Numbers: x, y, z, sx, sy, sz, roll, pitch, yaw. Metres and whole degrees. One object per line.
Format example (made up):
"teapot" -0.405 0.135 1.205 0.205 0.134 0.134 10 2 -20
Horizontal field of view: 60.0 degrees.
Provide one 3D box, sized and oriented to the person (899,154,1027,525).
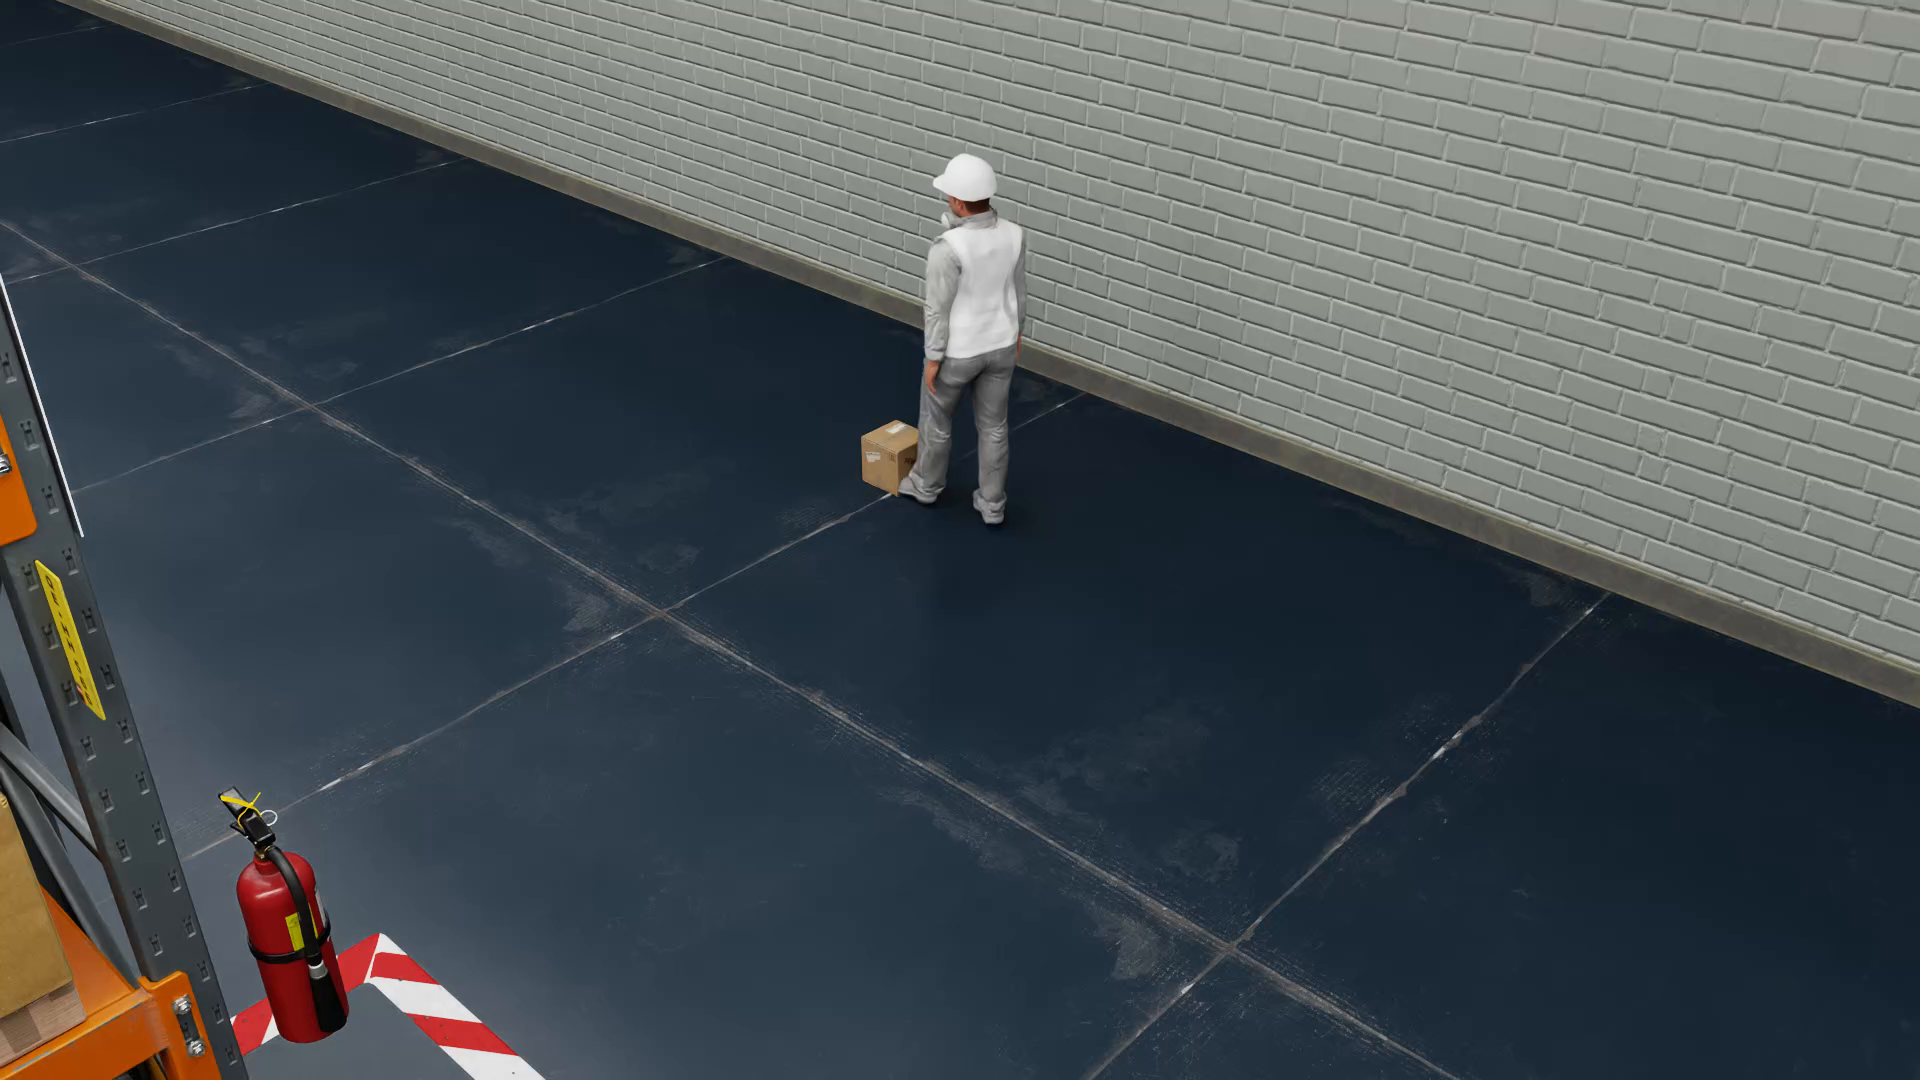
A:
"person" 0.002 -0.947 7.654 0.561 1.769 0.645 -16 35 -25
